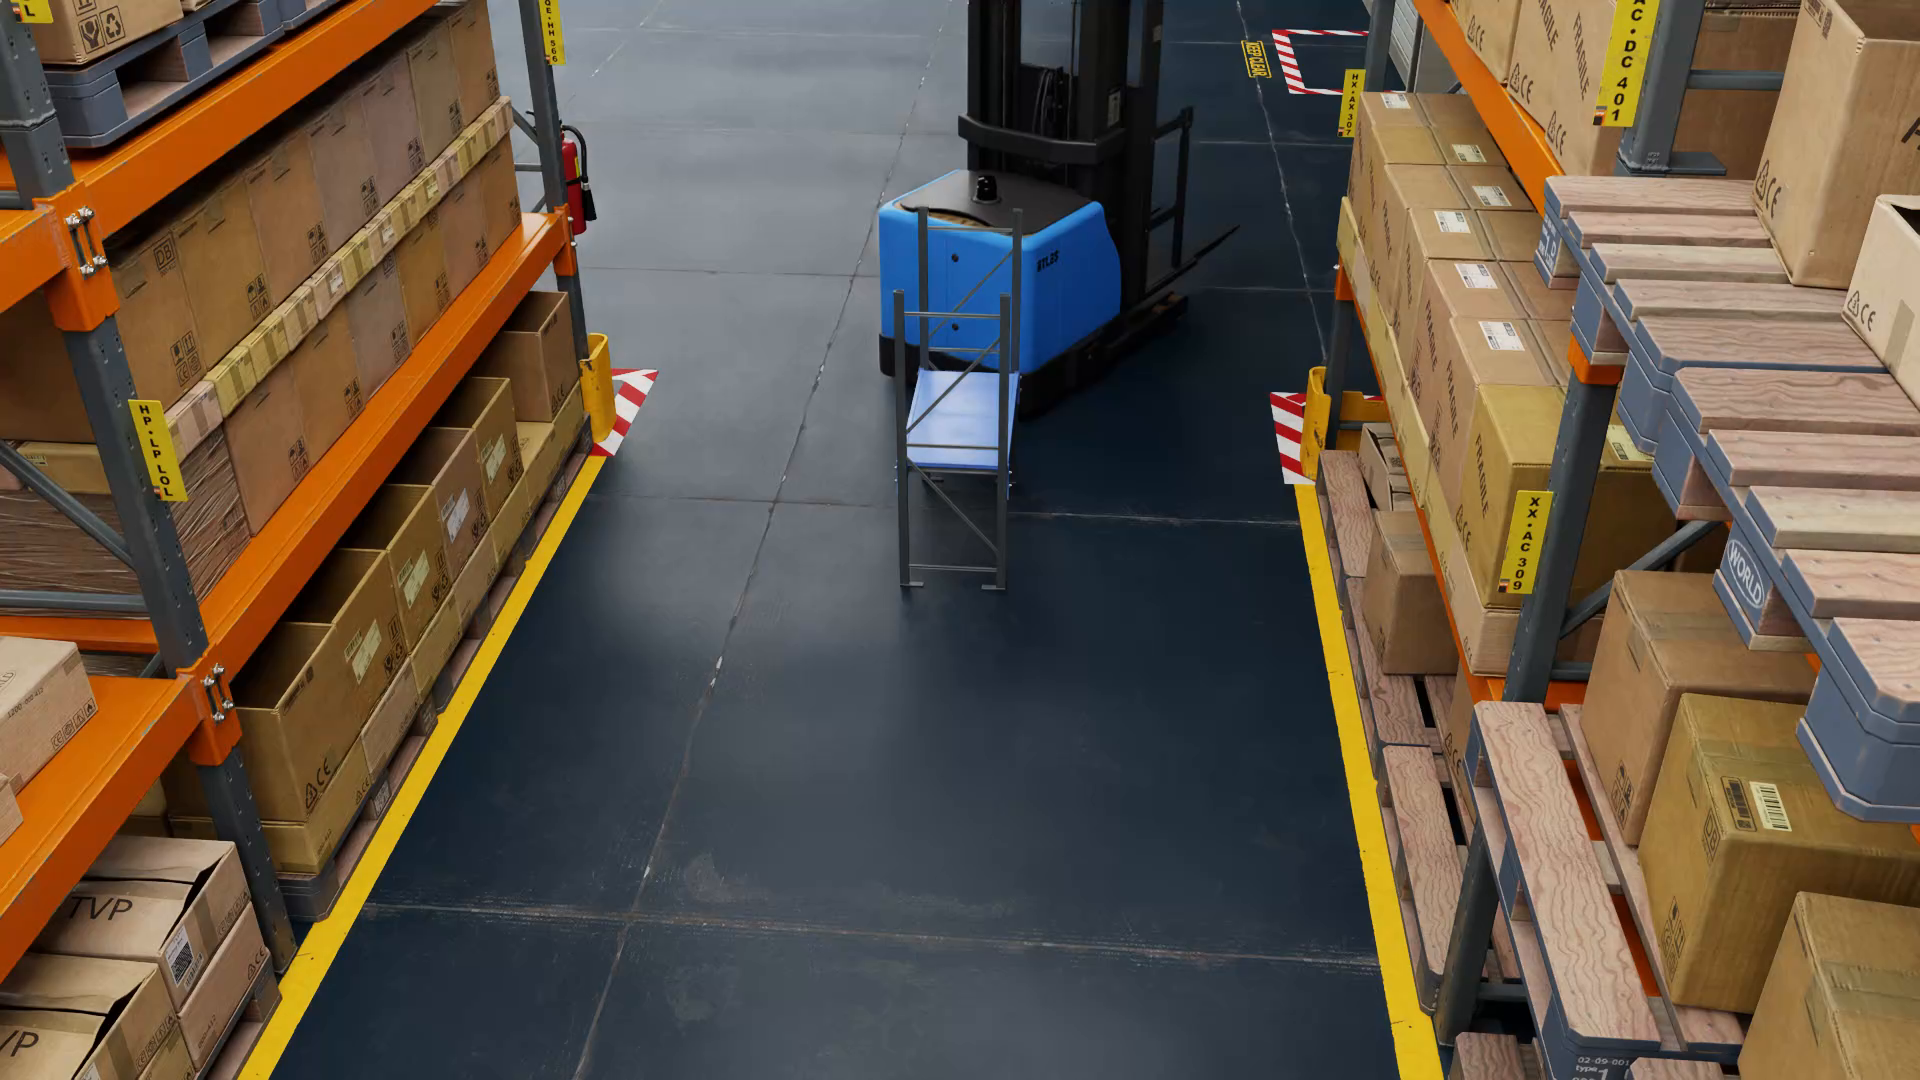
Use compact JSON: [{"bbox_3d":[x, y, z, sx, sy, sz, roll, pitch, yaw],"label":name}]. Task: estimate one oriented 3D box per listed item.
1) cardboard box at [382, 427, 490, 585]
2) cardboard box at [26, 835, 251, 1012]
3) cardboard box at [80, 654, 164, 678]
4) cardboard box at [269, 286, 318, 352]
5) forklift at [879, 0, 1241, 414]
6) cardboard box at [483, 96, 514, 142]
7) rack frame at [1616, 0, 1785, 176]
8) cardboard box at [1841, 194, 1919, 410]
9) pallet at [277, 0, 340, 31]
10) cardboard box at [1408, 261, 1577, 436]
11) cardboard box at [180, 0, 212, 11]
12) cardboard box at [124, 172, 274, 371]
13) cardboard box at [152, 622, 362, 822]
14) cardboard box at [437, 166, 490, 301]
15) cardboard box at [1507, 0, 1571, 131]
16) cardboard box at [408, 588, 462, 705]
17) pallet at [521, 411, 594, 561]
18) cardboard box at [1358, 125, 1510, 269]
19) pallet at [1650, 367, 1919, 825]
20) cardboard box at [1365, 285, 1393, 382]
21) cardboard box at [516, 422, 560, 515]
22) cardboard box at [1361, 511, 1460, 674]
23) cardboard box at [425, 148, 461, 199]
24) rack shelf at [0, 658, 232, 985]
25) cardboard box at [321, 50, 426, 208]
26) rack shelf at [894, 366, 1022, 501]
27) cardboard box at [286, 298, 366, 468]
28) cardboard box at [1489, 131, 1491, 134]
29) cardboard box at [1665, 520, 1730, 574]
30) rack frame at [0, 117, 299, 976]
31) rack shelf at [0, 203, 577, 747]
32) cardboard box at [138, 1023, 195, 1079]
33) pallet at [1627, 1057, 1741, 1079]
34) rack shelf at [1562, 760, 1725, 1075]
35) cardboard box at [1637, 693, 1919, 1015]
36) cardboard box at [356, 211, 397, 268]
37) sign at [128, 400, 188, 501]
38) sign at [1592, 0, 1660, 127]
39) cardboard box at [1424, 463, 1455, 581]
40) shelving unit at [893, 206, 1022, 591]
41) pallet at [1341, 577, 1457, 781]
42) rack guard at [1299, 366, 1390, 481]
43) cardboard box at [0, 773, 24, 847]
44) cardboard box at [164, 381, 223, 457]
[{"bbox_3d":[-2.377,-0.154,7.147,0.500,0.500,0.500,2,32,4],"label":"cardboard box"},{"bbox_3d":[-2.594,1.164,5.189,0.500,0.311,0.500,2,32,4],"label":"cardboard box"},{"bbox_3d":[-2.974,0.346,6.334,0.500,0.500,0.500,2,32,4],"label":"cardboard box"},{"bbox_3d":[-2.549,-0.798,5.973,0.380,0.149,0.250,1,32,2],"label":"cardboard box"},{"bbox_3d":[0.783,-2.672,9.792,1.130,2.935,3.031,20,37,29],"label":"forklift"},{"bbox_3d":[-2.362,-2.016,7.948,0.380,0.149,0.250,2,32,3],"label":"cardboard box"},{"bbox_3d":[2.091,-2.158,3.174,1.000,3.000,0.127,2,32,4],"label":"rack frame"},{"bbox_3d":[1.917,-0.417,2.893,0.500,0.311,0.500,3,32,6],"label":"cardboard box"},{"bbox_3d":[-2.701,-2.136,6.082,1.003,0.211,1.213,2,32,4],"label":"pallet"},{"bbox_3d":[1.908,-0.652,5.858,0.500,0.500,0.500,2,32,3],"label":"cardboard box"},{"bbox_3d":[-2.499,-1.825,5.045,0.500,0.311,0.500,1,32,1],"label":"cardboard box"},{"bbox_3d":[-2.777,-0.905,5.527,0.700,0.500,0.500,2,32,4],"label":"cardboard box"},{"bbox_3d":[-2.497,0.630,5.874,0.500,0.500,0.500,2,32,4],"label":"cardboard box"},{"bbox_3d":[-2.610,-1.429,7.615,0.700,0.500,0.500,3,32,5],"label":"cardboard box"},{"bbox_3d":[1.940,-1.470,4.803,0.500,0.500,0.500,0,32,0],"label":"cardboard box"},{"bbox_3d":[-2.415,0.427,6.919,0.500,0.250,0.500,2,32,4],"label":"cardboard box"},{"bbox_3d":[-2.541,-0.316,8.562,1.003,0.211,1.213,2,32,4],"label":"pallet"},{"bbox_3d":[2.028,-1.464,7.176,0.500,0.500,0.500,3,32,4],"label":"cardboard box"},{"bbox_3d":[1.853,0.060,2.613,1.213,0.211,1.003,2,32,4],"label":"pallet"},{"bbox_3d":[1.985,-0.860,6.910,0.500,0.250,0.500,2,32,3],"label":"cardboard box"},{"bbox_3d":[-2.299,-0.358,8.193,0.500,0.250,0.500,2,32,4],"label":"cardboard box"},{"bbox_3d":[2.115,0.219,6.999,0.700,0.500,0.500,1,32,1],"label":"cardboard box"},{"bbox_3d":[-2.425,-1.614,7.296,0.380,0.149,0.250,3,32,5],"label":"cardboard box"},{"bbox_3d":[-3.009,1.539,3.580,1.077,0.370,4.000,2,32,4],"label":"rack shelf"},{"bbox_3d":[-2.653,-1.690,6.801,0.700,0.500,0.500,3,32,4],"label":"cardboard box"},{"bbox_3d":[0.007,-0.530,8.023,0.538,0.185,1.000,2,32,4],"label":"rack shelf"},{"bbox_3d":[-2.735,-0.626,6.312,0.700,0.500,0.500,3,32,5],"label":"cardboard box"},{"bbox_3d":[2.590,-1.704,7.564,0.500,0.500,0.500,2,32,3],"label":"cardboard box"},{"bbox_3d":[2.338,-0.104,4.969,0.500,0.500,0.500,2,32,3],"label":"cardboard box"},{"bbox_3d":[-2.846,0.187,5.088,1.000,3.000,0.127,2,32,4],"label":"rack frame"},{"bbox_3d":[-2.684,-0.553,6.974,1.077,0.370,4.000,2,32,4],"label":"rack shelf"},{"bbox_3d":[-2.634,1.672,4.898,0.500,0.250,0.500,2,32,3],"label":"cardboard box"},{"bbox_3d":[1.886,1.533,3.087,1.003,0.211,1.213,2,32,4],"label":"pallet"},{"bbox_3d":[1.928,1.748,3.239,1.077,0.370,4.000,2,32,4],"label":"rack shelf"},{"bbox_3d":[1.963,0.723,3.703,0.700,0.500,0.500,6,32,9],"label":"cardboard box"},{"bbox_3d":[-2.486,-1.205,6.632,0.380,0.149,0.250,2,32,3],"label":"cardboard box"},{"bbox_3d":[-2.305,-0.254,4.776,0.100,0.325,0.005,2,32,4],"label":"sign"},{"bbox_3d":[1.550,-1.120,3.856,0.100,0.325,0.005,2,32,4],"label":"sign"},{"bbox_3d":[1.876,-0.069,5.627,0.500,0.250,0.500,3,32,4],"label":"cardboard box"},{"bbox_3d":[0.007,-0.683,7.929,0.538,1.500,1.048,2,32,4],"label":"shelving unit"},{"bbox_3d":[2.207,0.591,7.090,1.003,0.211,1.213,2,32,4],"label":"pallet"},{"bbox_3d":[2.411,-0.591,8.733,1.175,0.500,0.348,2,32,4],"label":"rack guard"},{"bbox_3d":[-2.735,0.712,4.364,0.396,0.266,0.258,2,32,3],"label":"cardboard box"},{"bbox_3d":[-2.611,-0.395,5.319,0.380,0.149,0.250,3,32,5],"label":"cardboard box"}]
